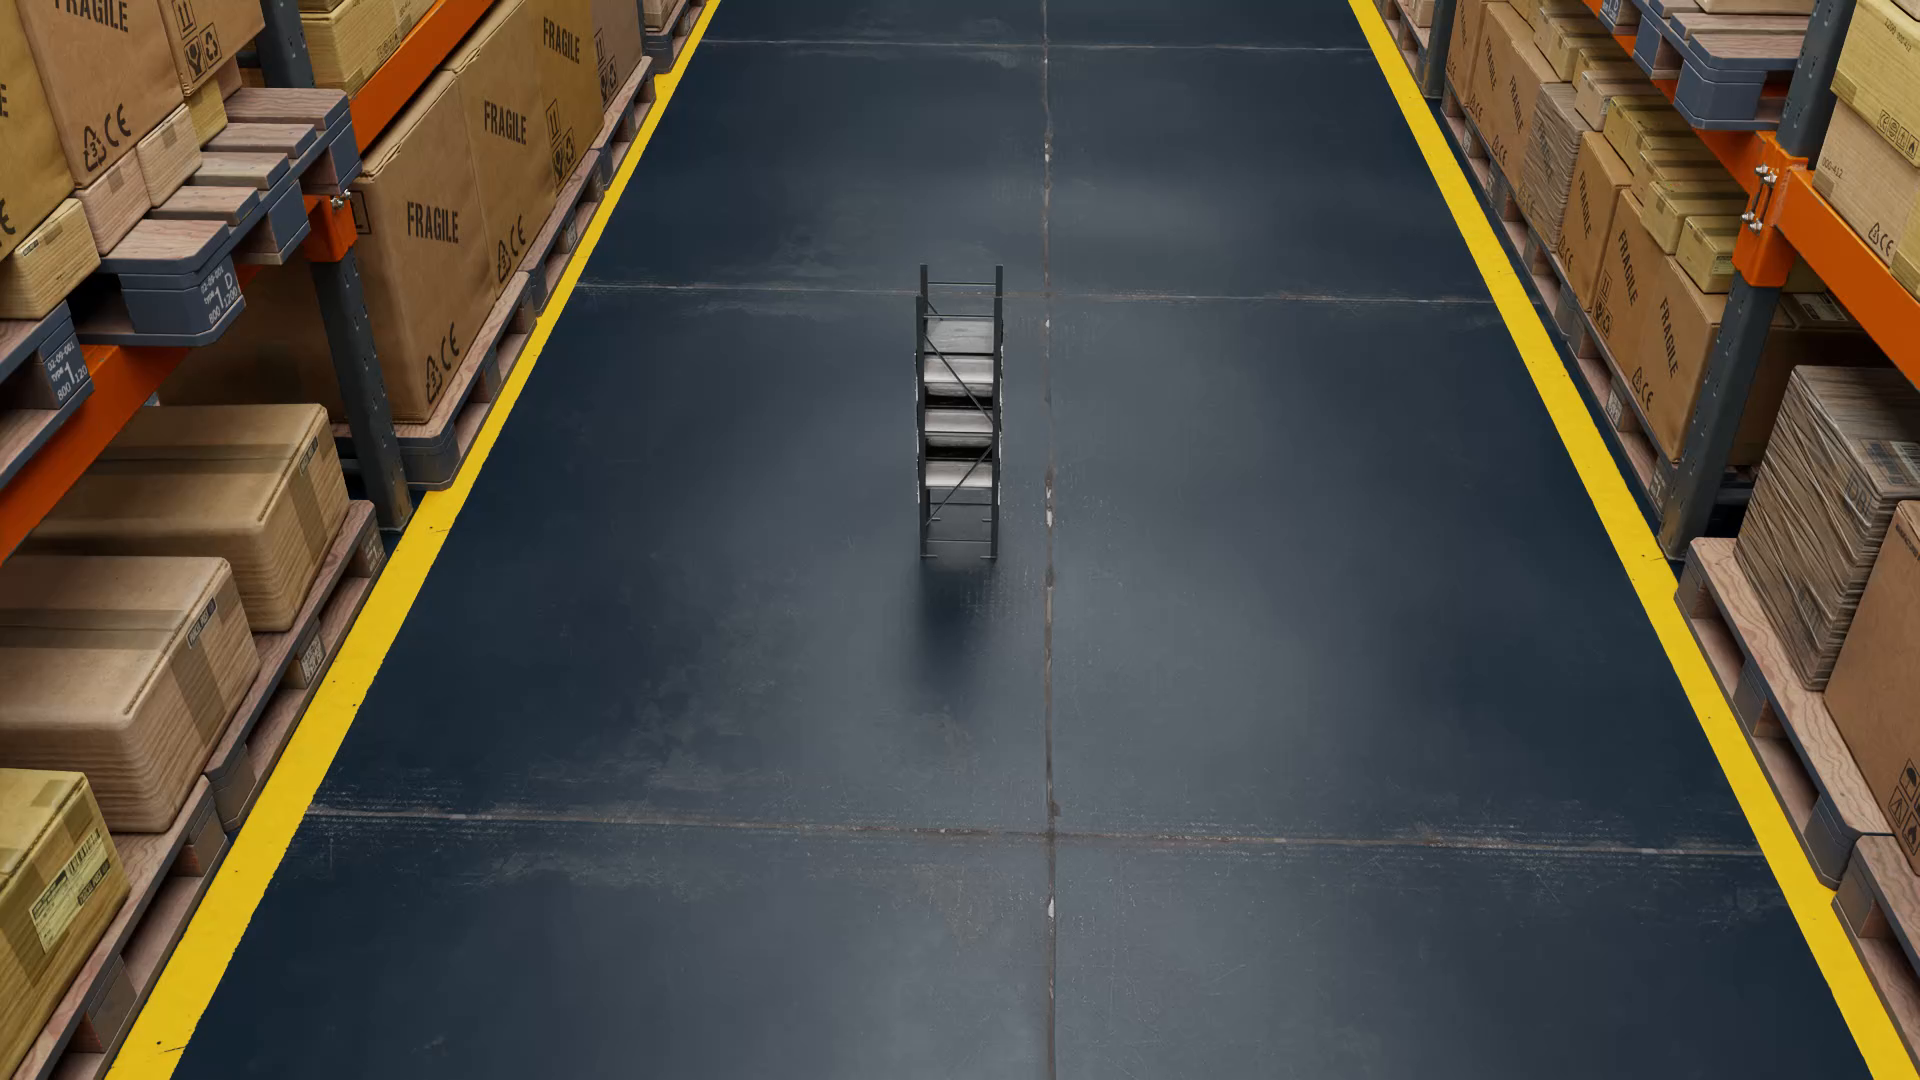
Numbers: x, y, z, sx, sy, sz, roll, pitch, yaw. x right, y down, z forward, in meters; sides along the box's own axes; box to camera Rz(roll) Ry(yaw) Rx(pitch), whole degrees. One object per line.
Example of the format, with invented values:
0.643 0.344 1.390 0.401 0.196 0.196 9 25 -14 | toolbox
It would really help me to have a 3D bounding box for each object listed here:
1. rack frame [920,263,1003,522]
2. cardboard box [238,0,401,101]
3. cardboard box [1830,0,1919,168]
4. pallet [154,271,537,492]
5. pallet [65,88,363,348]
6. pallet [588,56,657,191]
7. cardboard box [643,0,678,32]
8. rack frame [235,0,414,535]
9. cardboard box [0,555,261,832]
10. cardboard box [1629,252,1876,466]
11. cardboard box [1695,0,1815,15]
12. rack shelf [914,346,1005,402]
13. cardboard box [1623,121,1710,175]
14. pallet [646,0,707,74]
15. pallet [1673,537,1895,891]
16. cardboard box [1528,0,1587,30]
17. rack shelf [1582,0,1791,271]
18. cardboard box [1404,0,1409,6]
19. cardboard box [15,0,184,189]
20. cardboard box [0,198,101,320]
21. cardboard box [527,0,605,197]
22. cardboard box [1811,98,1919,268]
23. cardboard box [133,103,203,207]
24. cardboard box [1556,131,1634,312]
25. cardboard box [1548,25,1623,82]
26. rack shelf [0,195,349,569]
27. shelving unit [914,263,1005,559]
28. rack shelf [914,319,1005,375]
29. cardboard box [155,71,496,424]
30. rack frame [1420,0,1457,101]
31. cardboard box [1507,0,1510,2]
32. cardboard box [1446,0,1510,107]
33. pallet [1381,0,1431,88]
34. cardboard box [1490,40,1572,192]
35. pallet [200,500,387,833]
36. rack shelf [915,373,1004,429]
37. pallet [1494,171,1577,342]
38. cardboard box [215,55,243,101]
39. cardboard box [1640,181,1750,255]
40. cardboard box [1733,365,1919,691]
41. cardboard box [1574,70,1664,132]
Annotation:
0.004 -0.431 5.081 0.240 0.900 0.006 1 35 2 | rack frame
-1.996 -1.506 4.915 0.500 0.250 0.500 1 35 1 | cardboard box
2.406 -1.074 3.865 0.500 0.250 0.500 1 35 2 | cardboard box
-2.160 -0.603 5.924 1.003 0.211 1.213 1 35 2 | pallet
-2.189 -0.802 3.949 1.213 0.211 1.003 1 35 2 | pallet
-2.062 -2.004 7.918 1.003 0.211 1.213 1 35 2 | pallet
-1.973 -3.072 8.876 0.875 0.438 0.875 1 35 1 | cardboard box
-2.267 -1.292 4.480 1.000 3.000 0.127 1 35 2 | rack frame
-2.321 0.360 4.050 0.950 0.372 0.625 1 35 1 | cardboard box
2.495 -0.577 5.271 0.500 0.500 0.500 2 35 3 | cardboard box
2.336 -1.635 4.821 0.380 0.149 0.250 2 35 3 | cardboard box
0.000 -0.493 4.914 0.258 0.077 0.200 1 35 2 | rack shelf
2.551 -1.342 5.796 0.380 0.149 0.250 2 35 3 | cardboard box
-1.997 -2.885 9.171 1.003 0.211 1.213 1 35 2 | pallet
2.621 0.433 4.450 1.003 0.211 1.213 1 35 2 | pallet
2.643 -2.226 7.053 0.380 0.149 0.250 1 35 1 | cardboard box
2.774 -2.034 6.162 1.077 0.370 4.000 1 35 2 | rack shelf
2.597 -3.063 9.012 0.396 0.266 0.258 3 35 4 | cardboard box
-2.017 -1.062 3.441 0.500 0.500 0.500 1 35 1 | cardboard box
-1.964 -0.563 3.296 0.380 0.149 0.250 2 35 3 | cardboard box
-2.079 -2.016 6.992 0.875 0.875 0.875 2 35 3 | cardboard box
2.431 -0.869 4.008 0.500 0.250 0.500 1 35 2 | cardboard box
-1.948 -0.866 3.727 0.380 0.149 0.250 1 35 1 | cardboard box
2.544 -1.165 6.107 0.500 0.500 0.500 3 35 4 | cardboard box
2.584 -1.941 6.647 0.380 0.149 0.250 3 35 4 | cardboard box
-2.347 0.151 3.052 1.077 0.370 4.000 1 35 2 | rack shelf
0.000 -0.373 4.998 0.258 0.900 0.210 1 35 2 | shelving unit
0.000 -0.566 4.862 0.258 0.077 0.200 1 35 2 | rack shelf
-2.156 -0.990 5.532 0.875 0.875 0.875 1 35 1 | cardboard box
2.854 -3.478 7.590 1.000 3.000 0.127 1 35 2 | rack frame
2.640 -2.532 7.488 0.380 0.149 0.250 0 35 1 | cardboard box
2.610 -2.354 7.800 0.500 0.500 0.500 3 35 4 | cardboard box
2.882 -2.731 8.953 1.003 0.211 1.213 1 35 2 | pallet
2.574 -1.761 6.956 0.500 0.500 0.500 0 35 0 | cardboard box
-2.299 0.298 4.643 1.003 0.211 1.213 1 35 2 | pallet
0.000 -0.419 4.965 0.258 0.077 0.200 1 35 2 | rack shelf
2.813 -1.166 6.726 1.003 0.211 1.213 1 35 2 | pallet
-2.045 -1.167 4.156 0.380 0.149 0.250 3 35 4 | cardboard box
2.440 -1.041 5.368 0.380 0.149 0.250 0 35 -1 | cardboard box
2.654 -0.022 4.373 0.875 0.625 0.625 2 35 3 | cardboard box
2.541 -1.645 6.227 0.380 0.149 0.250 0 35 0 | cardboard box
